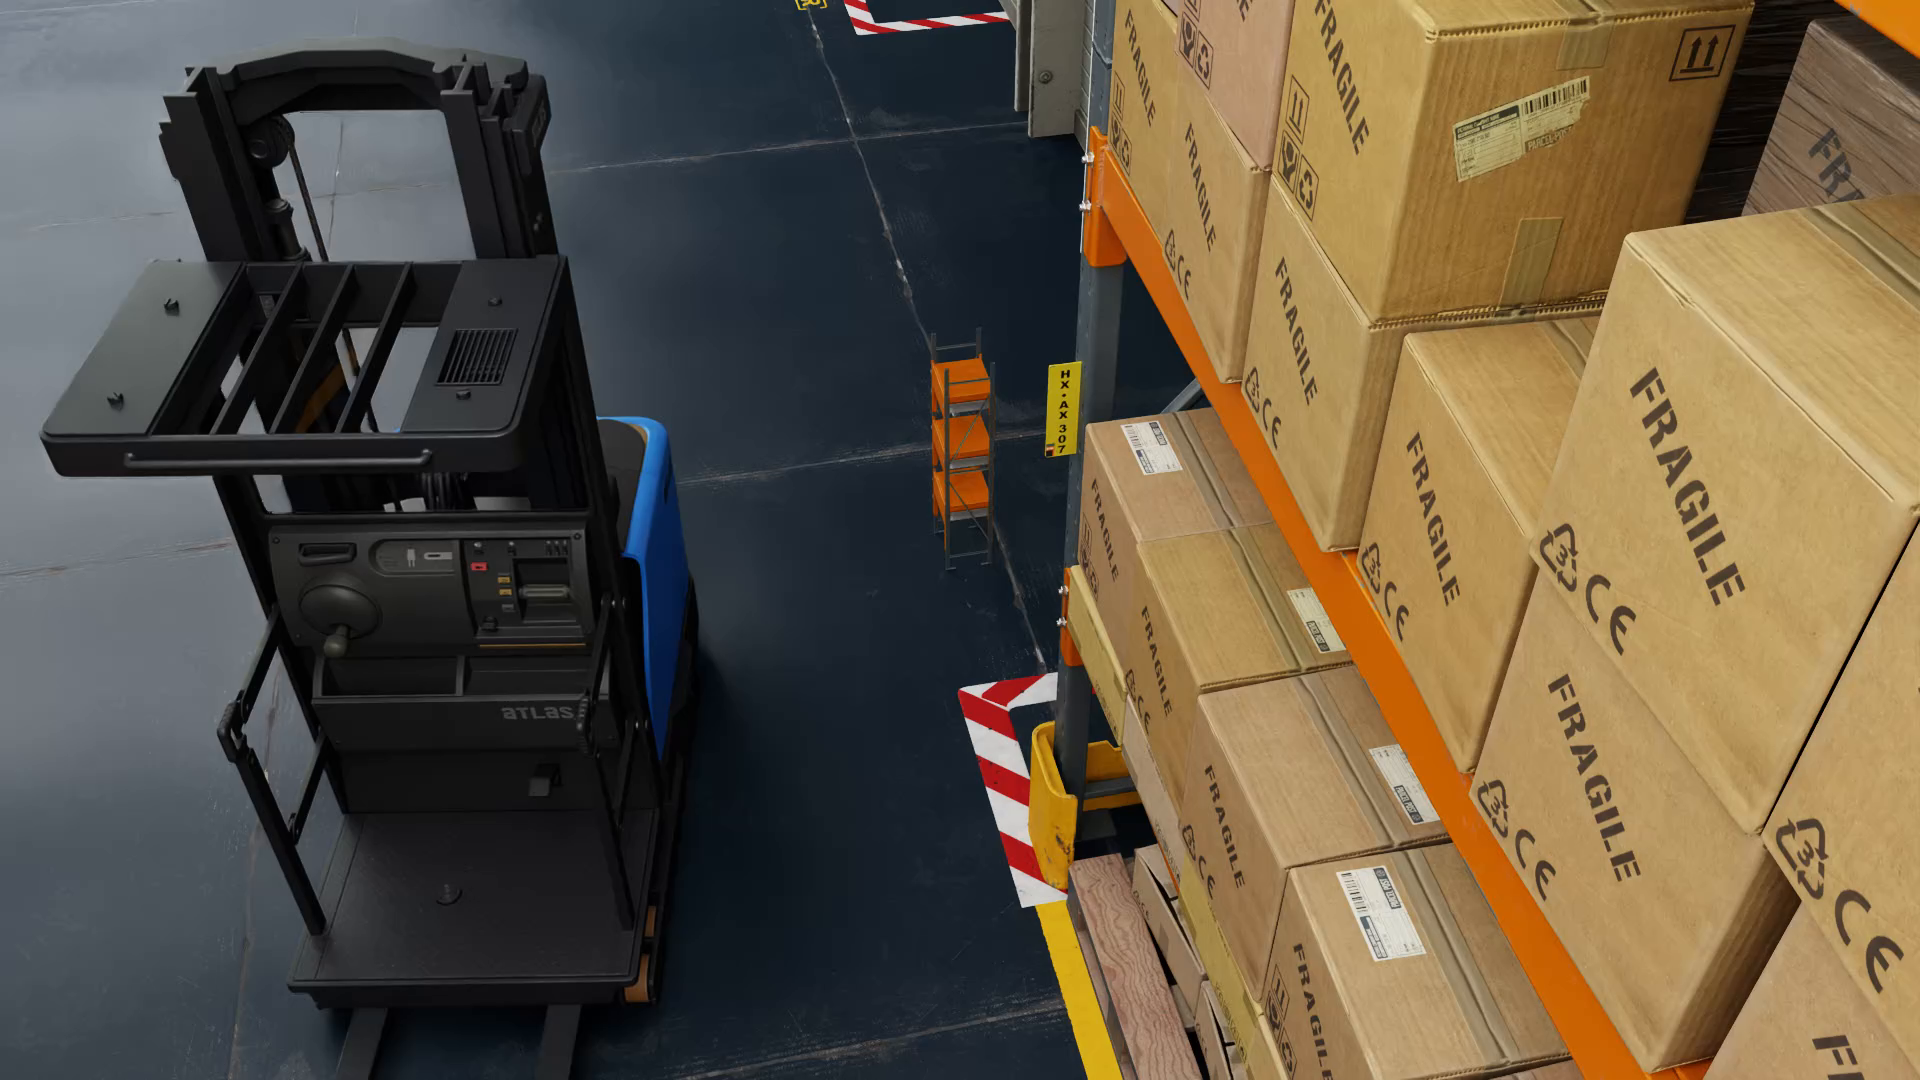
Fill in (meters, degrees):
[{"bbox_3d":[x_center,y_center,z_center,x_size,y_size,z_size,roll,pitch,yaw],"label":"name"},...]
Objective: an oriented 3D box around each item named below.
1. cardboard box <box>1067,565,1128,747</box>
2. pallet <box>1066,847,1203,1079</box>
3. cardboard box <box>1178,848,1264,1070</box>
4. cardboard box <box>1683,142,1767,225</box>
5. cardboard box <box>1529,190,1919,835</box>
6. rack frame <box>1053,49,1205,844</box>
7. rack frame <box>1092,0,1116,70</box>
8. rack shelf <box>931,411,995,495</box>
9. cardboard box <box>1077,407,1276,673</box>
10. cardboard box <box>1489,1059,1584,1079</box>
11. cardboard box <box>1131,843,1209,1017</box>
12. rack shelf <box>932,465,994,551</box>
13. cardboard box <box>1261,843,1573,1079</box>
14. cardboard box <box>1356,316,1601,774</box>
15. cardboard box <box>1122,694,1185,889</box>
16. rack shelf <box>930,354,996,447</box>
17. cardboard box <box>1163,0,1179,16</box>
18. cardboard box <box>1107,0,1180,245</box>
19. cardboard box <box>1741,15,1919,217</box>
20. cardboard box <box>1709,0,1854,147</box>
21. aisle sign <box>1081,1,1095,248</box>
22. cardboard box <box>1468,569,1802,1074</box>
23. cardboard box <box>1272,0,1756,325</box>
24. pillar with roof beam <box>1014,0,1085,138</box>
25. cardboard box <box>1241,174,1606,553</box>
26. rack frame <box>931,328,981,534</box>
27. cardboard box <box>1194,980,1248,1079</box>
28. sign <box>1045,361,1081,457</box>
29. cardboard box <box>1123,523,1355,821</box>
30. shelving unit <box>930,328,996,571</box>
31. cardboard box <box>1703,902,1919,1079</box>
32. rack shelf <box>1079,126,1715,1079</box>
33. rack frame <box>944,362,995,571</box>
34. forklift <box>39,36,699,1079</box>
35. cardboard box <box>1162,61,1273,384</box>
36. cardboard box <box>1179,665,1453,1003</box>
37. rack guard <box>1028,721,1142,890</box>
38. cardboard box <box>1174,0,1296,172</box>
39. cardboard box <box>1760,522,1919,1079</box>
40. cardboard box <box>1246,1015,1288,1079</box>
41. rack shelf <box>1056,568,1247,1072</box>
[{"bbox_3d":[0.623,0.285,4.767,0.500,0.250,0.500,-9,42,-11],"label":"cardboard box"},{"bbox_3d":[0.985,1.499,5.403,1.003,0.211,1.213,-8,42,-9],"label":"pallet"},{"bbox_3d":[0.853,0.951,4.017,0.500,0.250,0.500,-9,42,-10],"label":"cardboard box"},{"bbox_3d":[1.394,-0.406,3.098,0.500,0.500,0.500,-10,43,-11],"label":"cardboard box"},{"bbox_3d":[1.066,-0.050,1.943,0.500,0.500,0.500,-10,43,-11],"label":"cardboard box"},{"bbox_3d":[0.827,-0.125,5.131,1.000,3.000,0.127,-8,42,-9],"label":"rack frame"},{"bbox_3d":[0.827,-2.369,3.140,1.000,3.000,0.127,-8,42,-9],"label":"rack frame"},{"bbox_3d":[0.012,-0.350,6.869,0.215,0.259,0.240,-8,42,-9],"label":"rack shelf"},{"bbox_3d":[0.637,-0.004,4.529,0.500,0.500,0.500,-8,42,-9],"label":"cardboard box"},{"bbox_3d":[1.075,1.323,3.033,0.500,0.500,0.500,-9,42,-11],"label":"cardboard box"},{"bbox_3d":[0.889,1.177,5.358,0.500,0.311,0.500,-13,43,-14],"label":"cardboard box"},{"bbox_3d":[0.012,-0.142,7.054,0.215,0.259,0.240,-8,42,-9],"label":"rack shelf"},{"bbox_3d":[0.962,0.986,3.413,0.500,0.500,0.500,-7,42,-8],"label":"cardboard box"},{"bbox_3d":[0.989,-0.006,2.647,0.500,0.500,0.500,-6,42,-7],"label":"cardboard box"},{"bbox_3d":[0.749,0.620,4.390,0.500,0.250,0.500,-10,42,-11],"label":"cardboard box"},{"bbox_3d":[0.012,-0.562,6.681,0.215,0.259,0.240,-8,42,-9],"label":"rack shelf"},{"bbox_3d":[0.674,-1.381,3.443,0.500,0.500,0.500,-11,43,-12],"label":"cardboard box"},{"bbox_3d":[0.656,-1.039,3.811,0.500,0.500,0.500,-7,42,-8],"label":"cardboard box"},{"bbox_3d":[1.490,-0.422,2.363,0.500,0.500,0.500,-8,42,-9],"label":"cardboard box"},{"bbox_3d":[1.304,-1.072,3.095,0.500,0.500,0.500,-6,42,-7],"label":"cardboard box"},{"bbox_3d":[0.519,-1.101,4.273,0.394,0.787,0.004,-8,42,-9],"label":"aisle sign"},{"bbox_3d":[1.087,0.326,2.274,0.500,0.500,0.500,-10,43,-11],"label":"cardboard box"},{"bbox_3d":[0.854,-0.718,2.697,0.500,0.500,0.500,-7,42,-8],"label":"cardboard box"},{"bbox_3d":[-3.675,-5.311,6.455,9.100,9.000,0.400,-8,42,-9],"label":"pillar with roof beam"},{"bbox_3d":[0.853,-0.350,3.035,0.500,0.500,0.500,-7,42,-7],"label":"cardboard box"},{"bbox_3d":[-0.015,-0.437,6.951,0.200,1.050,0.008,-8,42,-9],"label":"rack frame"},{"bbox_3d":[1.012,1.547,4.942,0.500,0.311,0.500,-5,42,-6],"label":"cardboard box"},{"bbox_3d":[0.298,-0.371,4.756,0.100,0.325,0.005,-8,42,-9],"label":"sign"},{"bbox_3d":[0.734,0.317,4.166,0.500,0.500,0.500,-8,42,-9],"label":"cardboard box"},{"bbox_3d":[0.012,-0.358,6.862,0.215,1.050,0.252,-8,42,-9],"label":"shelving unit"},{"bbox_3d":[1.244,0.679,1.875,0.500,0.500,0.500,-12,43,-13],"label":"cardboard box"},{"bbox_3d":[1.259,0.319,2.914,1.077,0.370,4.000,-8,42,-9],"label":"rack shelf"},{"bbox_3d":[0.038,-0.279,6.773,0.200,1.050,0.008,-8,42,-9],"label":"rack frame"},{"bbox_3d":[-1.560,0.231,4.782,1.130,2.935,3.031,-1,42,-1],"label":"forklift"},{"bbox_3d":[0.737,-0.686,3.413,0.500,0.500,0.500,-6,42,-6],"label":"cardboard box"},{"bbox_3d":[0.839,0.653,3.788,0.500,0.500,0.500,-10,42,-11],"label":"cardboard box"},{"bbox_3d":[0.844,0.859,5.906,1.175,0.500,0.348,-8,42,-9],"label":"rack guard"},{"bbox_3d":[0.732,-1.049,3.069,0.500,0.500,0.500,-9,42,-10],"label":"cardboard box"},{"bbox_3d":[1.189,0.286,1.566,0.500,0.500,0.500,-6,42,-7],"label":"cardboard box"},{"bbox_3d":[0.960,1.279,3.648,0.500,0.250,0.500,-8,42,-9],"label":"cardboard box"},{"bbox_3d":[1.259,1.440,3.910,1.077,0.370,4.000,-8,42,-9],"label":"rack shelf"}]
